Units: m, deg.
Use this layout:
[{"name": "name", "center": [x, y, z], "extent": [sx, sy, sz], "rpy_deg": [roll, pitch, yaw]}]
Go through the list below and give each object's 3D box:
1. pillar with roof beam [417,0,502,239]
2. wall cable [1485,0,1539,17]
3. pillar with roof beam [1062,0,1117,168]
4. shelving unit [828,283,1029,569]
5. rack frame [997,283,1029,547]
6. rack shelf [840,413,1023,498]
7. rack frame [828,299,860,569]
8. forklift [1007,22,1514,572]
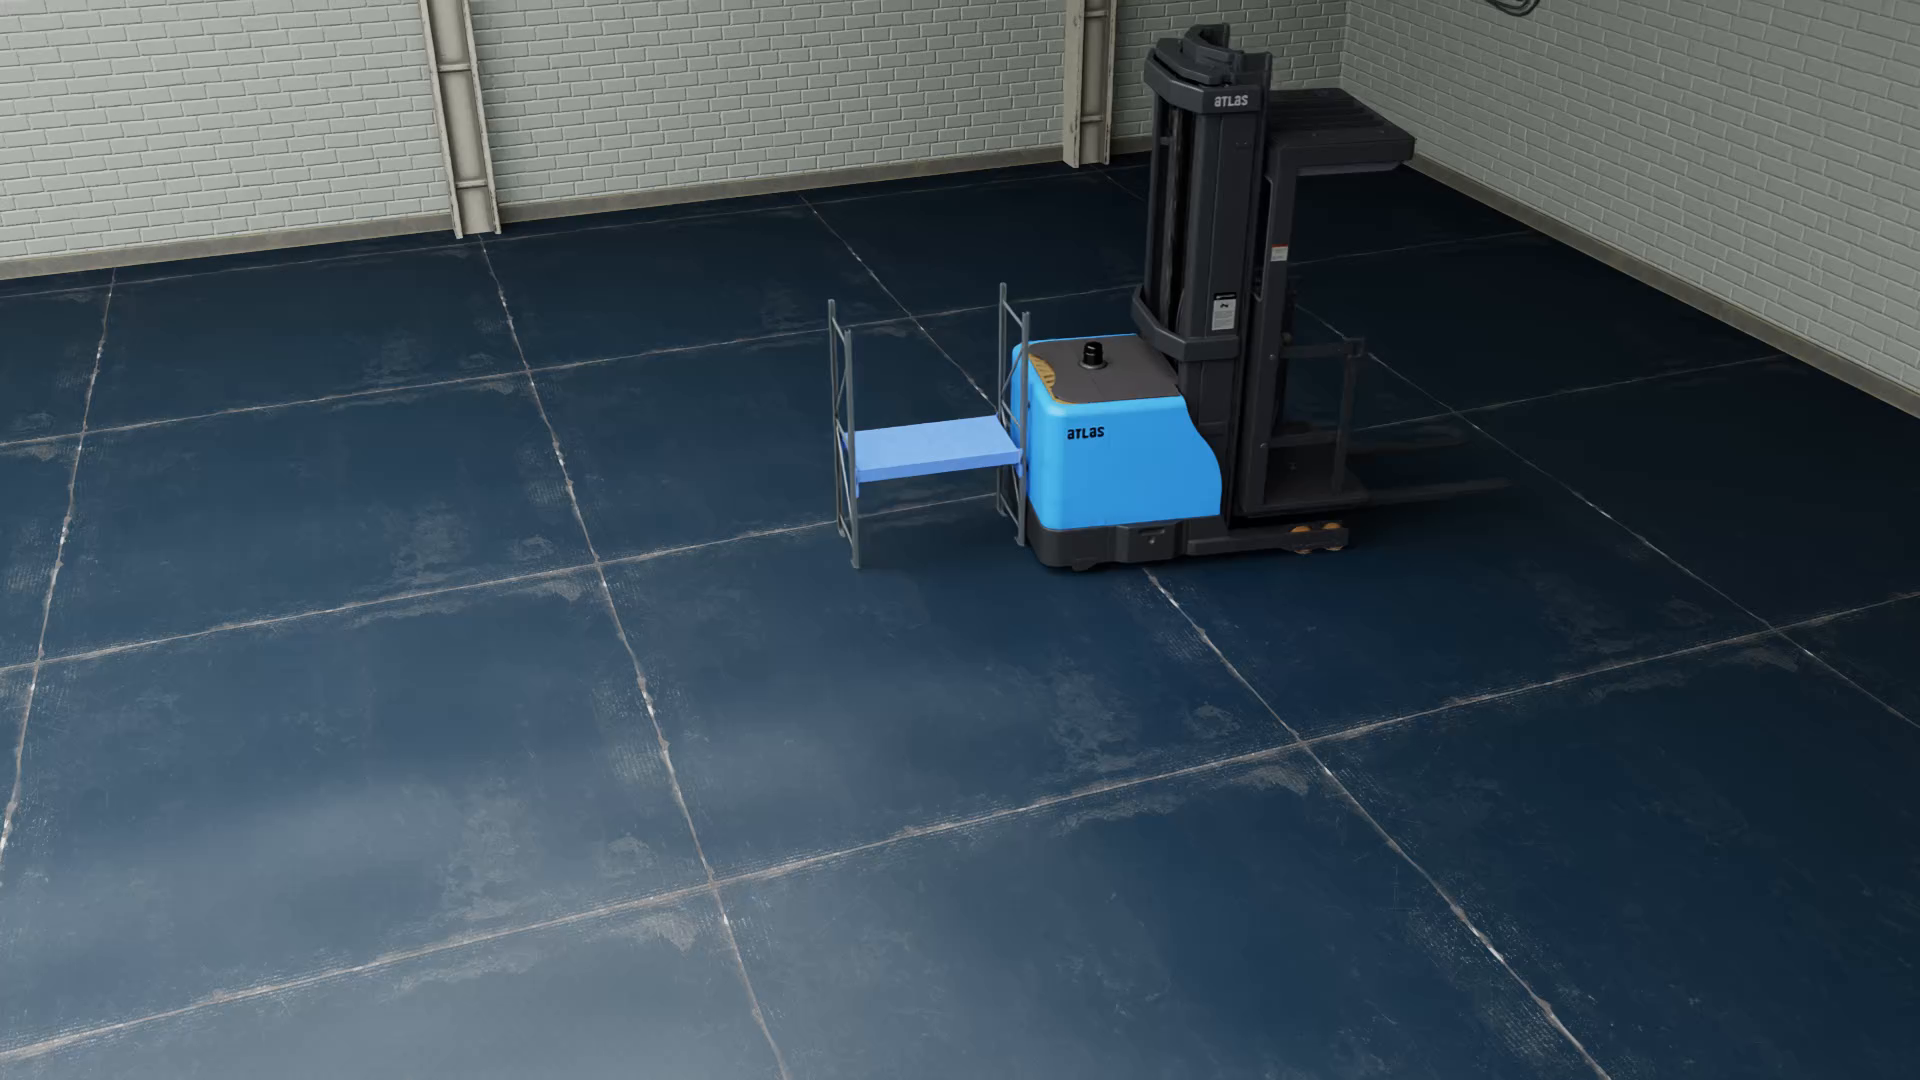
[{"name": "pillar with roof beam", "center": [-2.851, -4.703, 9.265], "extent": [0.400, 9.000, 9.100], "rpy_deg": [-10, 31, -18]}, {"name": "wall cable", "center": [4.493, -6.282, 15.173], "extent": [0.112, 2.526, 3.097], "rpy_deg": [-10, 31, -18]}, {"name": "pillar with roof beam", "center": [2.772, -5.739, 11.083], "extent": [0.400, 9.000, 9.100], "rpy_deg": [-10, 31, -18]}, {"name": "shelving unit", "center": [-0.181, -0.665, 9.753], "extent": [1.048, 1.500, 0.538], "rpy_deg": [-8, 31, -13]}, {"name": "rack frame", "center": [0.310, -0.730, 9.867], "extent": [0.032, 1.500, 0.500], "rpy_deg": [-8, 31, -13]}, {"name": "rack shelf", "center": [-0.181, -0.509, 9.842], "extent": [1.000, 0.185, 0.538], "rpy_deg": [-8, 31, -13]}, {"name": "rack frame", "center": [-0.672, -0.600, 9.639], "extent": [0.032, 1.500, 0.500], "rpy_deg": [-8, 31, -13]}, {"name": "forklift", "center": [1.867, -1.441, 9.669], "extent": [3.031, 2.935, 1.130], "rpy_deg": [-5, 30, -10]}]
